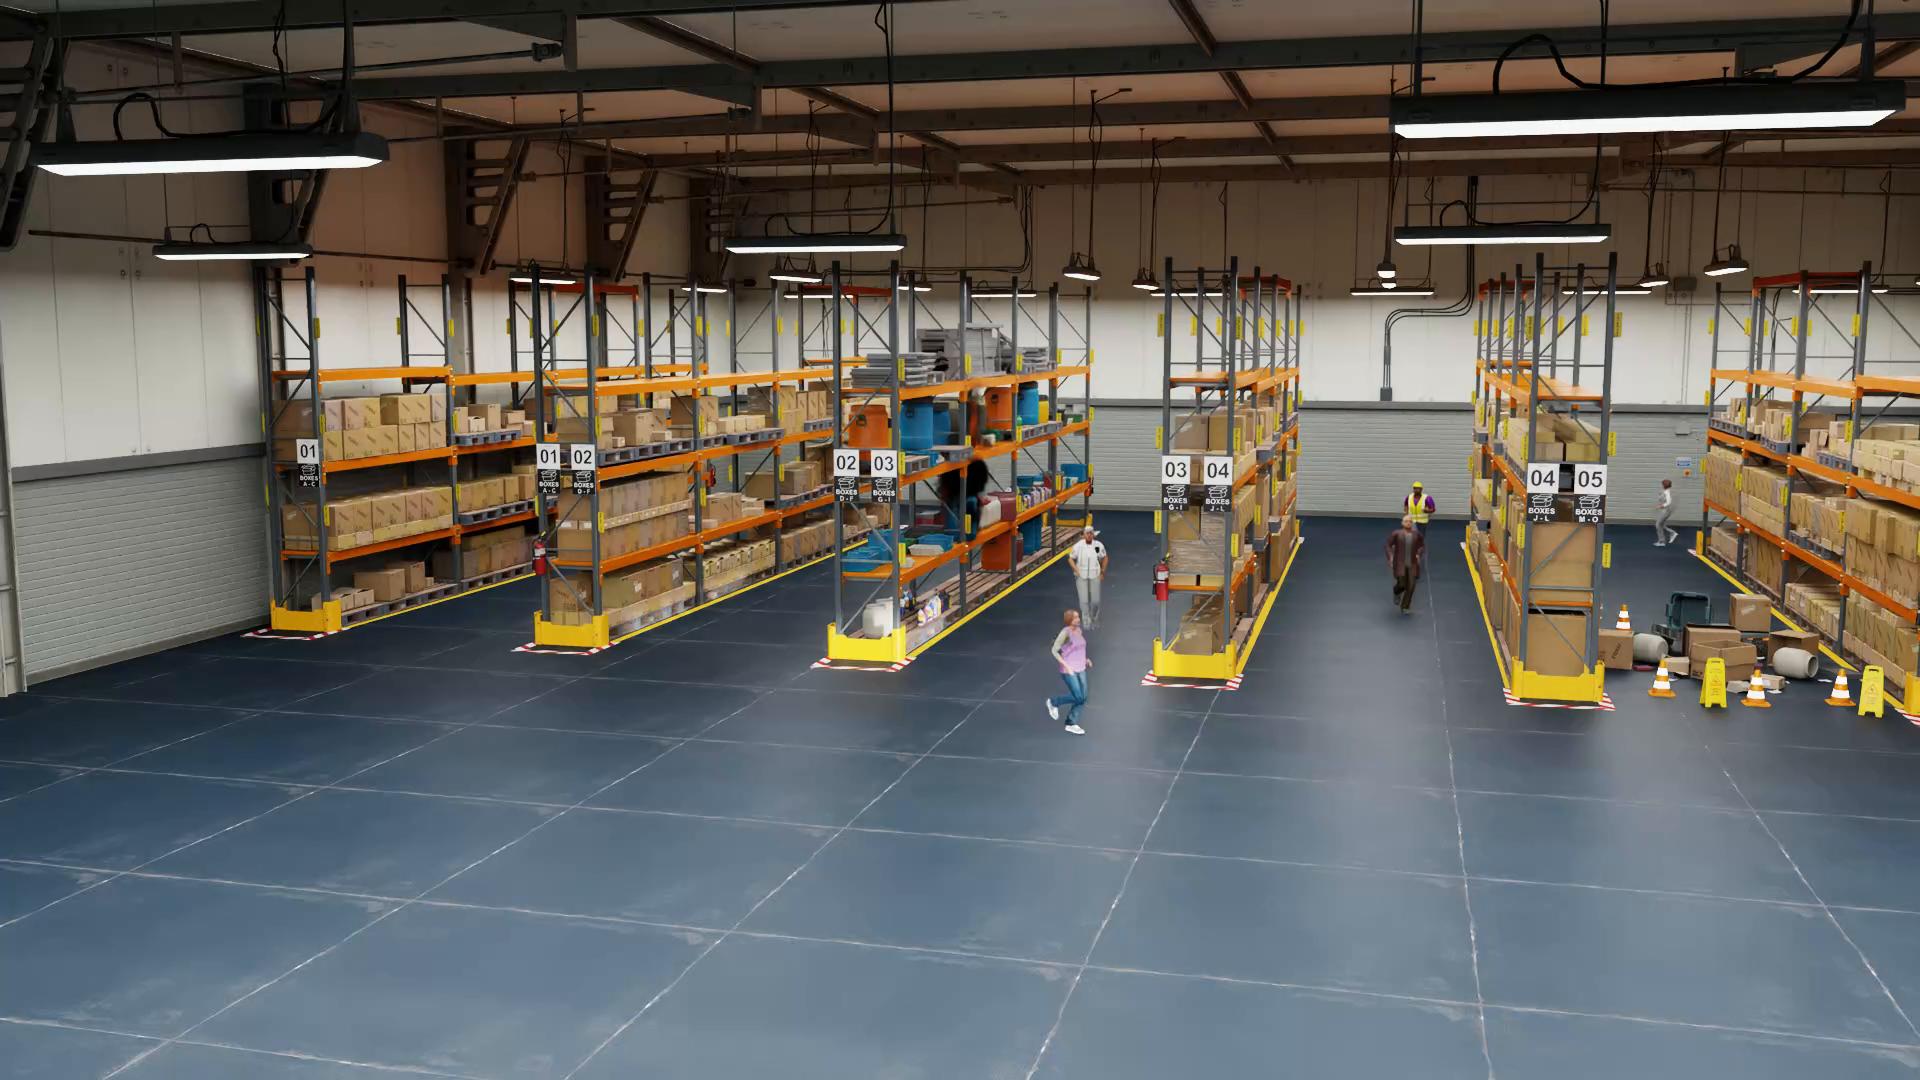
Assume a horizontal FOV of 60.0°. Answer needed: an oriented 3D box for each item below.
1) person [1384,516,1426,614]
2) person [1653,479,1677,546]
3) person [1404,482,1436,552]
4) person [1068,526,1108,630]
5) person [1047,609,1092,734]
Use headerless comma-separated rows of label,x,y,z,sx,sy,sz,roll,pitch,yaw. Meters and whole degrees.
person,7.871,0.431,29.371,0.712,1.735,0.636,0,7,3
person,16.284,-0.630,38.360,0.546,1.556,0.566,3,8,20
person,9.724,-0.345,35.246,0.676,1.793,0.909,3,8,20
person,2.008,0.610,26.113,0.621,1.672,0.498,0,7,4
person,1.363,1.624,20.698,0.549,1.557,0.538,6,9,39
